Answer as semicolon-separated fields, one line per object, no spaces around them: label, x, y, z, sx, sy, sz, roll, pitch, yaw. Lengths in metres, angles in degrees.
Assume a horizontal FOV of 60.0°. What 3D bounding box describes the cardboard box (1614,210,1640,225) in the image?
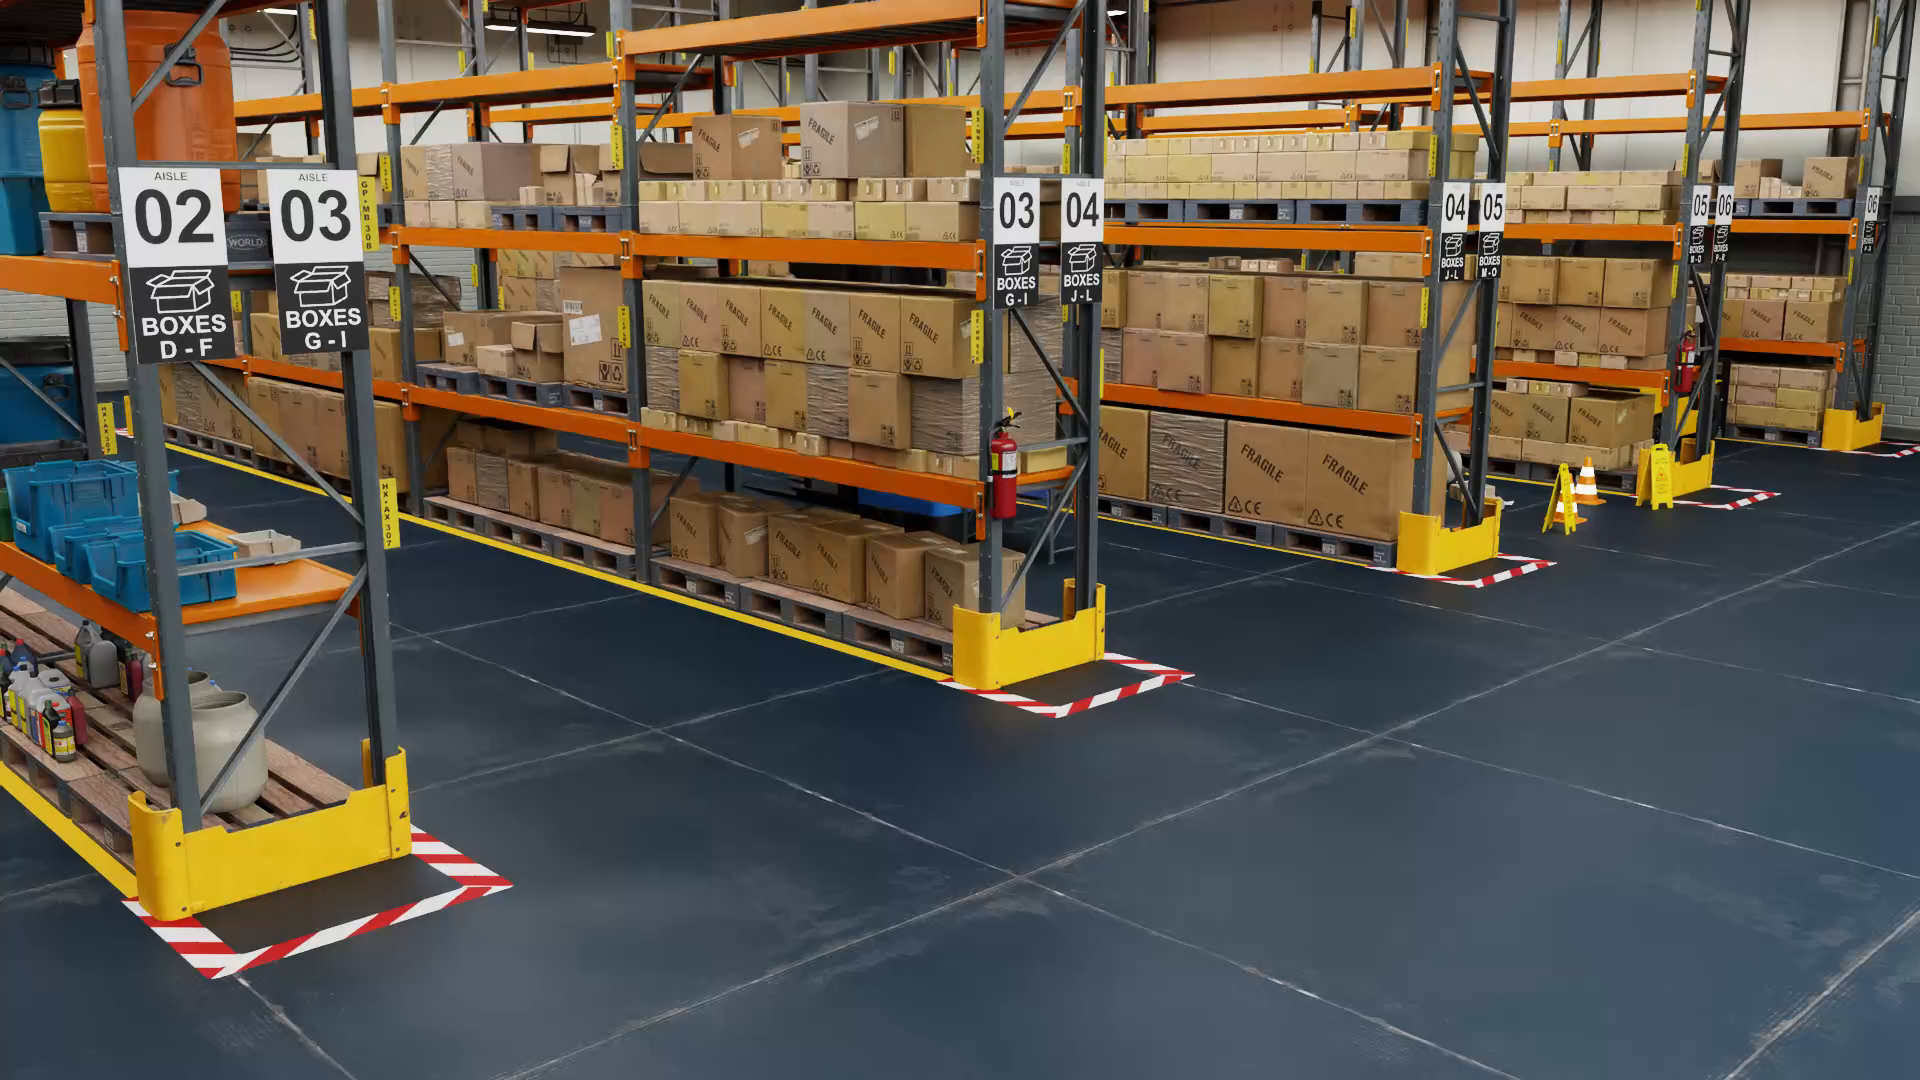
cardboard box;7.045;-3.372;17.374;0.380;0.149;0.250;-11;16;-42

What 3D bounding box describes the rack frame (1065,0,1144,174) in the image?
rack frame;1.417;-4.799;16.242;1.000;3.000;0.127;-11;16;-43

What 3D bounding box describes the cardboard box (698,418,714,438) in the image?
cardboard box;-1.774;-0.882;12.719;0.380;0.149;0.250;-11;16;-43

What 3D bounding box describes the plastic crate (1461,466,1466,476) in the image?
plastic crate;5.418;-0.792;18.895;0.583;0.080;0.402;6;13;26

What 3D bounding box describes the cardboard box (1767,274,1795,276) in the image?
cardboard box;10.690;-3.382;21.642;0.380;0.149;0.250;-11;16;-42

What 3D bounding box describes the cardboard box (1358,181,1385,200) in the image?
cardboard box;3.531;-2.916;13.870;0.380;0.149;0.250;-11;16;-42

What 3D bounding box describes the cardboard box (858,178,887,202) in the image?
cardboard box;-0.449;-2.301;10.934;0.380;0.149;0.250;-11;16;-42

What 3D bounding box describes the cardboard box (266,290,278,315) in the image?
cardboard box;-7.318;-2.800;18.673;0.637;0.503;0.797;11;16;44

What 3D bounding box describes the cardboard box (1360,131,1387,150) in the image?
cardboard box;3.530;-3.307;13.791;0.380;0.149;0.250;-11;16;-42

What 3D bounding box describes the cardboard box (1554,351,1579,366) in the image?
cardboard box;6.660;-1.978;18.042;0.380;0.149;0.250;-11;16;-42

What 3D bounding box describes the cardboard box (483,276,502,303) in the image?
cardboard box;-6.760;-3.703;24.803;0.500;0.500;0.500;-10;15;-40

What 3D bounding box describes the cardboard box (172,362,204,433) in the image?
cardboard box;-9.399;-1.886;21.193;0.875;0.875;0.875;-11;16;-43

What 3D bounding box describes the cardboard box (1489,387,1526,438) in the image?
cardboard box;6.241;-1.439;18.714;0.500;0.500;0.500;11;16;44

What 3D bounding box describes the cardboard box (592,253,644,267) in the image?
cardboard box;-4.628;-3.744;22.524;0.500;0.500;0.500;11;16;43

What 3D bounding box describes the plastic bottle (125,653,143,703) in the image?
plastic bottle;-4.781;0.789;9.628;0.061;0.283;0.133;-11;16;-43

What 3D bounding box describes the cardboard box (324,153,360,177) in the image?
cardboard box;-6.136;-3.685;16.978;0.500;0.500;0.500;-10;15;-40

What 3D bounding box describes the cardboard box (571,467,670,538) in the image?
cardboard box;-2.965;-0.340;14.572;0.700;0.500;0.500;-11;16;-43

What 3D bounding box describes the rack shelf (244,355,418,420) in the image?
rack shelf;-6.384;-1.708;17.887;1.077;0.370;4.000;-11;16;-43

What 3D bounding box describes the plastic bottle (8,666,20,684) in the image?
plastic bottle;-5.306;0.846;9.380;0.097;0.271;0.097;0;12;0

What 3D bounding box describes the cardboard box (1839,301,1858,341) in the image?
cardboard box;11.136;-2.834;21.323;0.500;0.500;0.500;-10;15;-41

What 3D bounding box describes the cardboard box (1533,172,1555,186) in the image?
cardboard box;6.439;-3.927;18.089;0.250;0.149;0.380;11;16;44

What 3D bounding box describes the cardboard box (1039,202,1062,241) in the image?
cardboard box;0.376;-2.102;10.960;0.500;0.250;0.500;-10;15;-41

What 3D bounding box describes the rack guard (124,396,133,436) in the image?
rack guard;-10.544;-1.715;22.334;1.175;0.500;0.348;-11;16;-43

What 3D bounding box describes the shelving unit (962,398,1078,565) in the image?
shelving unit;0.566;-0.628;14.582;1.048;1.500;0.538;11;16;43

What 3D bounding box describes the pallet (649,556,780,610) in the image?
pallet;-1.751;0.275;13.394;1.003;0.211;1.213;-11;16;-43

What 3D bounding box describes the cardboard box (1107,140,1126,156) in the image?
cardboard box;1.599;-3.714;15.770;0.380;0.149;0.250;-11;16;-43

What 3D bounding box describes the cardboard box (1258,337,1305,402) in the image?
cardboard box;3.198;-1.575;15.088;0.875;0.550;0.550;-11;16;-43

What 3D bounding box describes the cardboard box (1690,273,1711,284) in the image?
cardboard box;9.813;-3.432;21.882;0.380;0.149;0.250;-11;16;-42

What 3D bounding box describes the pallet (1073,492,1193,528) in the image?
pallet;1.885;-0.373;16.538;1.003;0.211;1.213;-11;16;-43

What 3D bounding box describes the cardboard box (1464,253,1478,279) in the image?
cardboard box;5.738;-3.001;18.917;0.700;0.500;0.500;-11;16;-44

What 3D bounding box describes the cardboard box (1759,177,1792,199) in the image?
cardboard box;10.310;-4.447;21.013;0.396;0.266;0.258;-11;16;-42

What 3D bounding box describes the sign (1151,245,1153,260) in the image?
sign;3.389;-5.070;29.555;0.100;0.325;0.005;-11;16;-43

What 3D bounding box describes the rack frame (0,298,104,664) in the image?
rack frame;-5.823;-0.494;10.214;1.000;3.000;0.127;-11;16;-43

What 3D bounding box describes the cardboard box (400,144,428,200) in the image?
cardboard box;-4.864;-3.427;15.528;0.500;0.500;0.500;-11;16;-42

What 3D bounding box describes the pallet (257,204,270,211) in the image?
pallet;-7.096;-3.600;18.332;1.217;0.209;0.805;11;16;43

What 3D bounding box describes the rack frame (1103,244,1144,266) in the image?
rack frame;2.165;-3.149;23.101;1.000;3.000;0.127;-11;16;-43

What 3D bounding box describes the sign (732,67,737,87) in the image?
sign;-3.766;-7.713;27.681;0.100;0.325;0.005;-11;16;-43

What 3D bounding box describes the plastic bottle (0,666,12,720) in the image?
plastic bottle;-5.351;0.854;9.313;0.061;0.283;0.133;-10;15;-40

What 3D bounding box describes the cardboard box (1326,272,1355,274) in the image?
cardboard box;4.811;-3.074;20.711;0.500;0.500;0.500;-10;16;-41

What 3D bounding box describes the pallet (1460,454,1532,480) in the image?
pallet;6.263;-0.928;19.232;1.003;0.211;1.213;-11;16;-43

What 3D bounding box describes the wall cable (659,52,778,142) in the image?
wall cable;-4.905;-8.551;34.362;2.988;3.039;0.133;-11;16;-43

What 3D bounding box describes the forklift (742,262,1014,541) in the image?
forklift;-0.914;-1.613;15.813;3.031;2.935;1.130;11;16;43

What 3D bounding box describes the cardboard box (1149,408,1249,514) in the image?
cardboard box;2.426;-0.793;15.891;0.875;0.875;0.875;-11;16;-42

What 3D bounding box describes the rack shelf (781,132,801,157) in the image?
rack shelf;-1.979;-6.415;26.859;1.077;0.370;4.000;-11;16;-43

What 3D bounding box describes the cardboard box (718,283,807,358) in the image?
cardboard box;-1.422;-1.622;12.225;0.500;0.500;0.500;-11;16;-43

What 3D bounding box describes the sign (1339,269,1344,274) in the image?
sign;4.528;-3.054;19.773;0.100;0.325;0.005;-11;16;-43

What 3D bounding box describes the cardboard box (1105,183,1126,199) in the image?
cardboard box;1.603;-3.323;15.848;0.380;0.149;0.250;-11;16;-42

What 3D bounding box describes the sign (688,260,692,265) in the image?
sign;-3.709;-3.673;22.776;0.100;0.325;0.005;-11;16;-43

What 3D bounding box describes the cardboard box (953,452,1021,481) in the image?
cardboard box;0.176;-0.490;10.819;0.380;0.149;0.250;-11;16;-43

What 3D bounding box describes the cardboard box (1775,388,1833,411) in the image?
cardboard box;10.715;-1.805;21.112;0.500;0.250;0.500;-11;16;-43

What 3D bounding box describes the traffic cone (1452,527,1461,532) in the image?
traffic cone;4.839;-0.310;15.607;0.336;0.463;0.334;-11;16;-43

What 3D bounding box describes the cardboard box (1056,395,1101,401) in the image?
cardboard box;1.748;-2.426;23.818;0.875;0.875;0.875;-11;16;-43

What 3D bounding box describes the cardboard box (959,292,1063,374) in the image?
cardboard box;0.339;-1.403;11.164;0.500;0.500;0.500;-11;16;-43

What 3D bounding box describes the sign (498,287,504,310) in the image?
sign;-4.617;-2.373;16.663;0.100;0.325;0.005;-11;16;-43

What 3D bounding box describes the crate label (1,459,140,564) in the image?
crate label;-4.527;-0.159;8.498;0.502;0.435;0.616;-11;16;-43

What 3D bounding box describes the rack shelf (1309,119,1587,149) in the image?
rack shelf;7.133;-5.939;24.552;1.077;0.370;4.000;-11;16;-43

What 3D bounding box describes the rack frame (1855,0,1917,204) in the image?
rack frame;11.277;-5.612;20.188;1.000;3.000;0.127;-11;16;-43
